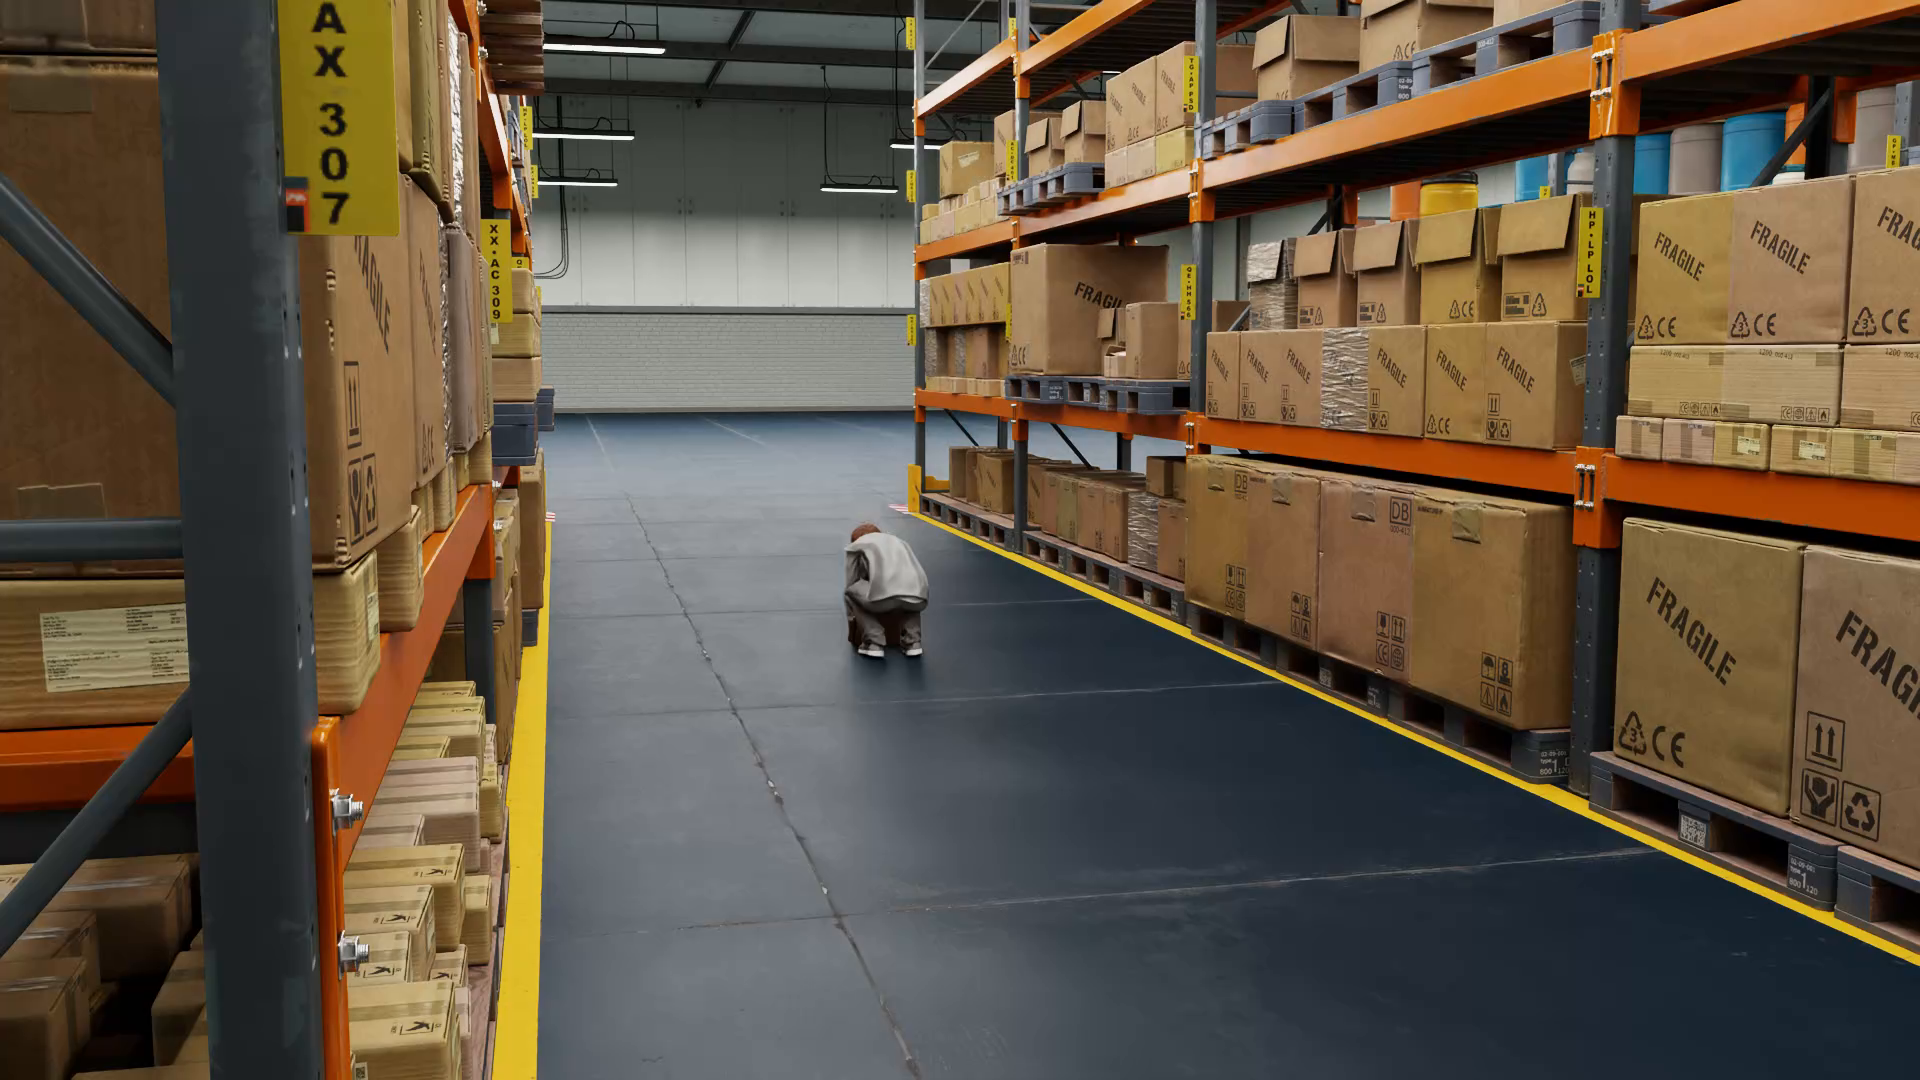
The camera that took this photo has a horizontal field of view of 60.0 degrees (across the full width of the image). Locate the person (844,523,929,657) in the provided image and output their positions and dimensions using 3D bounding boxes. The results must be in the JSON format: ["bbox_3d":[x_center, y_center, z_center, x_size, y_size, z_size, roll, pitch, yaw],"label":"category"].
[{"bbox_3d":[-0.435,0.316,9.396,0.405,0.758,0.830,-2,7,-14],"label":"person"}]
